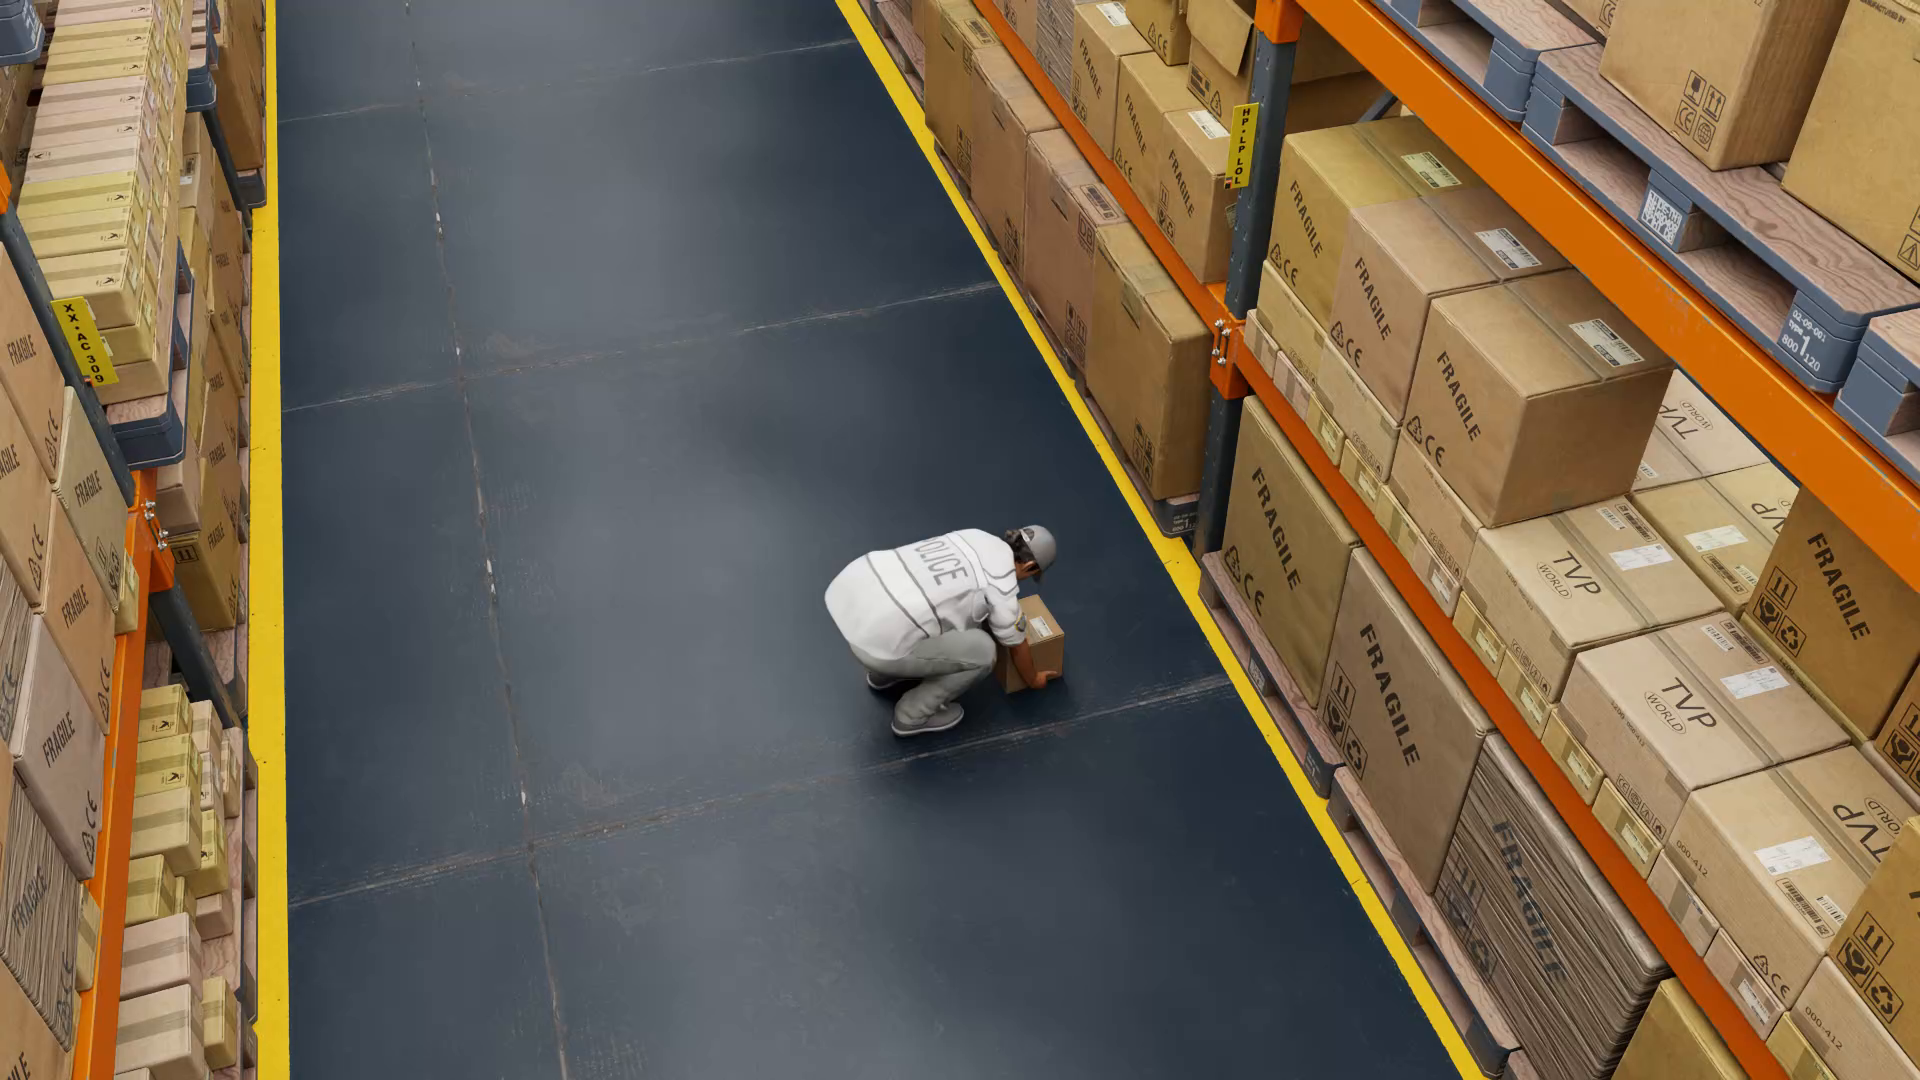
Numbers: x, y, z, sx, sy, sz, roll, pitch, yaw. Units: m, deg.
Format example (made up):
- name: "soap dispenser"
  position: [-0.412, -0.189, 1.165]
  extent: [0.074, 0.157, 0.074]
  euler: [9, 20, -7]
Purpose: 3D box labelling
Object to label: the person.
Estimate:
- name: "person"
  position: [-0.046, 0.318, 6.487]
  extent: [0.942, 0.785, 0.512]
  euler: [-18, 45, -19]
